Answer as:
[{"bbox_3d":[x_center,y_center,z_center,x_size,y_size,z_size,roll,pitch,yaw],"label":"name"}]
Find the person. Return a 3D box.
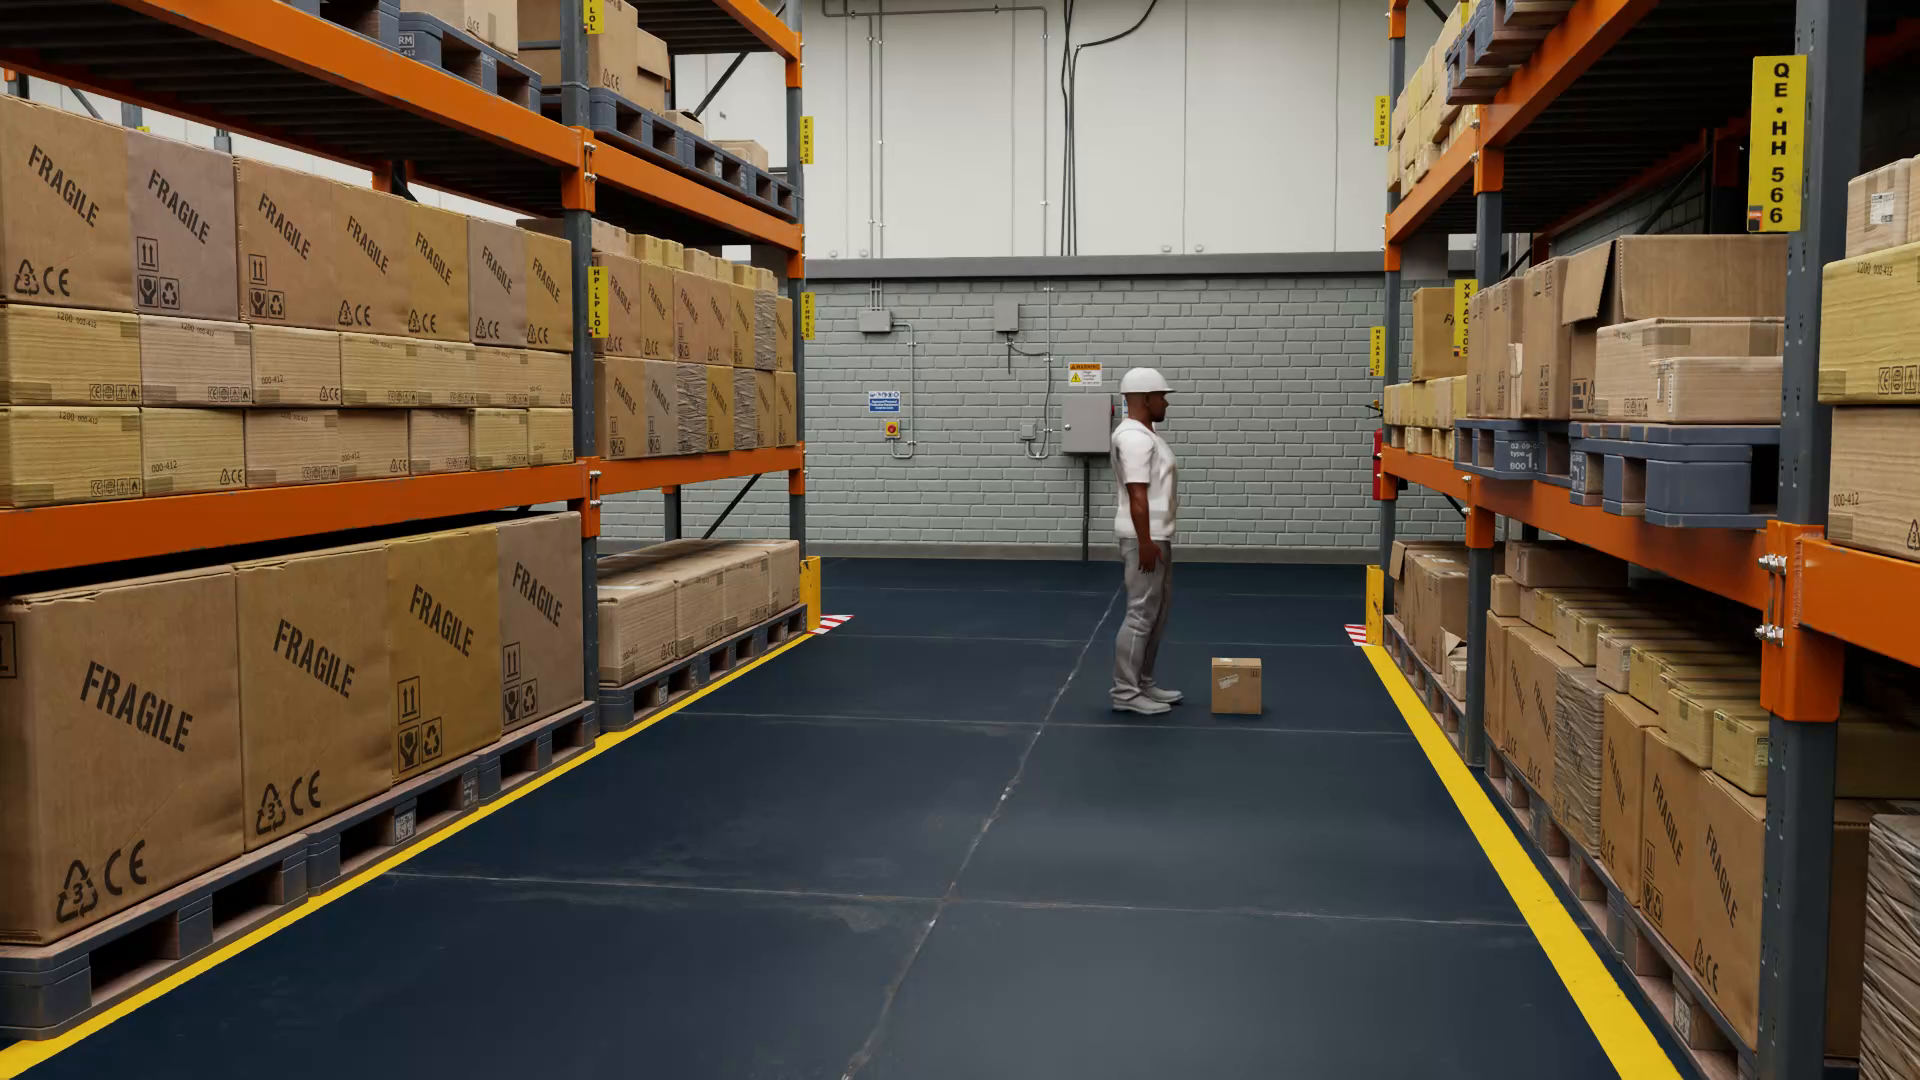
[{"bbox_3d":[0.971,-0.006,8.612,0.376,1.764,0.565,1,5,10],"label":"person"}]
